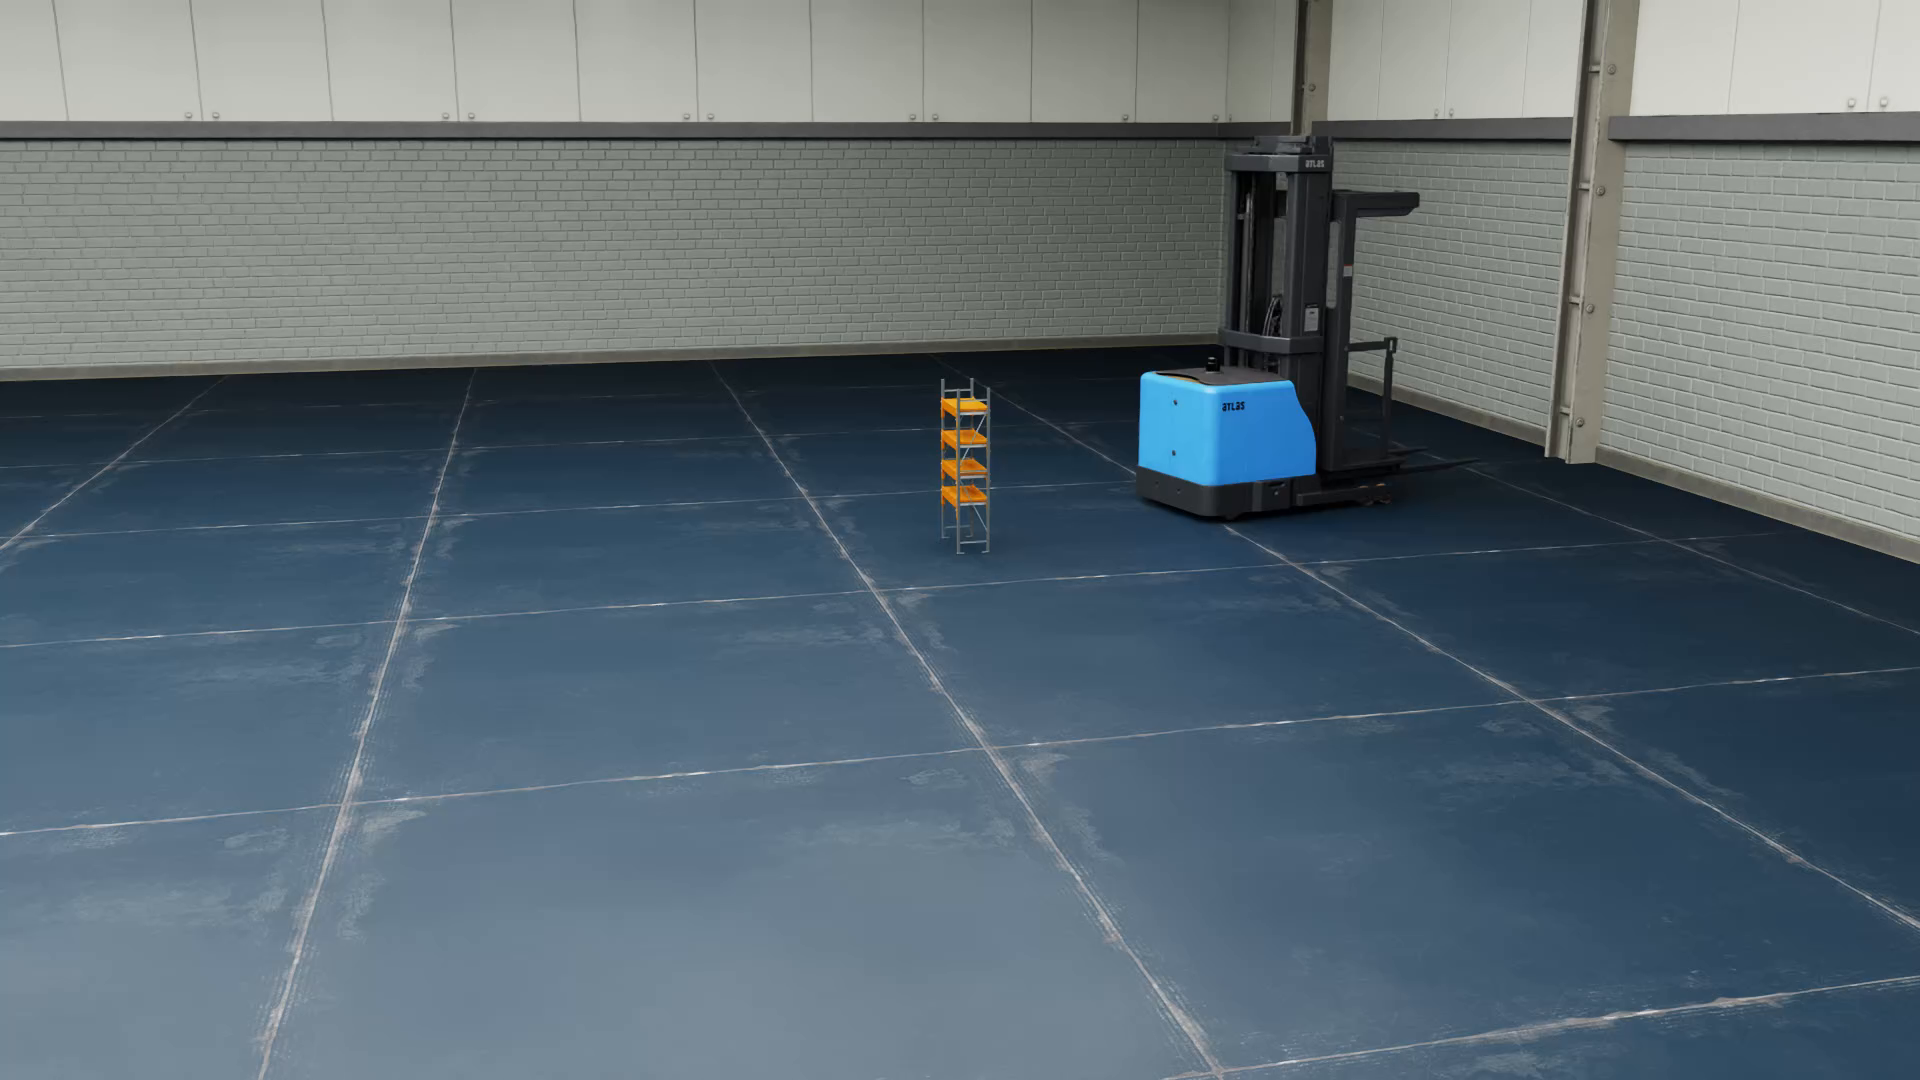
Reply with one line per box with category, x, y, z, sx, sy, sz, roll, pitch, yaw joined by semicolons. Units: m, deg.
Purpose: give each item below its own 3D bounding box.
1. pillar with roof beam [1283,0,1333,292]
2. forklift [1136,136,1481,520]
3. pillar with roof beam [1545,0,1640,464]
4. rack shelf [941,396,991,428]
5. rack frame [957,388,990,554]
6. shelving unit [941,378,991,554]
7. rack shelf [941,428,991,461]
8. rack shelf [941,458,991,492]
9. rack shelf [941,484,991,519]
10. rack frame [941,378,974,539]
pillar with roof beam;0.106;-6.270;19.132;9.100;9.000;0.400;-3;14;-13
forklift;2.996;-1.804;13.636;3.031;2.935;1.130;-7;15;-27
pillar with roof beam;1.515;-4.886;13.466;9.100;9.000;0.400;-3;14;-13
rack shelf;0.039;-0.926;12.035;0.258;0.148;0.480;-3;14;-13
rack frame;0.096;-0.488;11.898;0.240;1.200;0.015;-3;14;-13
shelving unit;0.039;-0.545;12.128;0.258;1.200;0.503;-3;14;-13
rack shelf;0.039;-0.697;12.091;0.258;0.148;0.480;-3;14;-13
rack shelf;0.039;-0.479;12.144;0.258;0.148;0.480;-3;14;-13
rack shelf;0.039;-0.286;12.191;0.258;0.148;0.480;-3;14;-13
rack frame;-0.018;-0.601;12.359;0.240;1.200;0.015;-3;14;-13
